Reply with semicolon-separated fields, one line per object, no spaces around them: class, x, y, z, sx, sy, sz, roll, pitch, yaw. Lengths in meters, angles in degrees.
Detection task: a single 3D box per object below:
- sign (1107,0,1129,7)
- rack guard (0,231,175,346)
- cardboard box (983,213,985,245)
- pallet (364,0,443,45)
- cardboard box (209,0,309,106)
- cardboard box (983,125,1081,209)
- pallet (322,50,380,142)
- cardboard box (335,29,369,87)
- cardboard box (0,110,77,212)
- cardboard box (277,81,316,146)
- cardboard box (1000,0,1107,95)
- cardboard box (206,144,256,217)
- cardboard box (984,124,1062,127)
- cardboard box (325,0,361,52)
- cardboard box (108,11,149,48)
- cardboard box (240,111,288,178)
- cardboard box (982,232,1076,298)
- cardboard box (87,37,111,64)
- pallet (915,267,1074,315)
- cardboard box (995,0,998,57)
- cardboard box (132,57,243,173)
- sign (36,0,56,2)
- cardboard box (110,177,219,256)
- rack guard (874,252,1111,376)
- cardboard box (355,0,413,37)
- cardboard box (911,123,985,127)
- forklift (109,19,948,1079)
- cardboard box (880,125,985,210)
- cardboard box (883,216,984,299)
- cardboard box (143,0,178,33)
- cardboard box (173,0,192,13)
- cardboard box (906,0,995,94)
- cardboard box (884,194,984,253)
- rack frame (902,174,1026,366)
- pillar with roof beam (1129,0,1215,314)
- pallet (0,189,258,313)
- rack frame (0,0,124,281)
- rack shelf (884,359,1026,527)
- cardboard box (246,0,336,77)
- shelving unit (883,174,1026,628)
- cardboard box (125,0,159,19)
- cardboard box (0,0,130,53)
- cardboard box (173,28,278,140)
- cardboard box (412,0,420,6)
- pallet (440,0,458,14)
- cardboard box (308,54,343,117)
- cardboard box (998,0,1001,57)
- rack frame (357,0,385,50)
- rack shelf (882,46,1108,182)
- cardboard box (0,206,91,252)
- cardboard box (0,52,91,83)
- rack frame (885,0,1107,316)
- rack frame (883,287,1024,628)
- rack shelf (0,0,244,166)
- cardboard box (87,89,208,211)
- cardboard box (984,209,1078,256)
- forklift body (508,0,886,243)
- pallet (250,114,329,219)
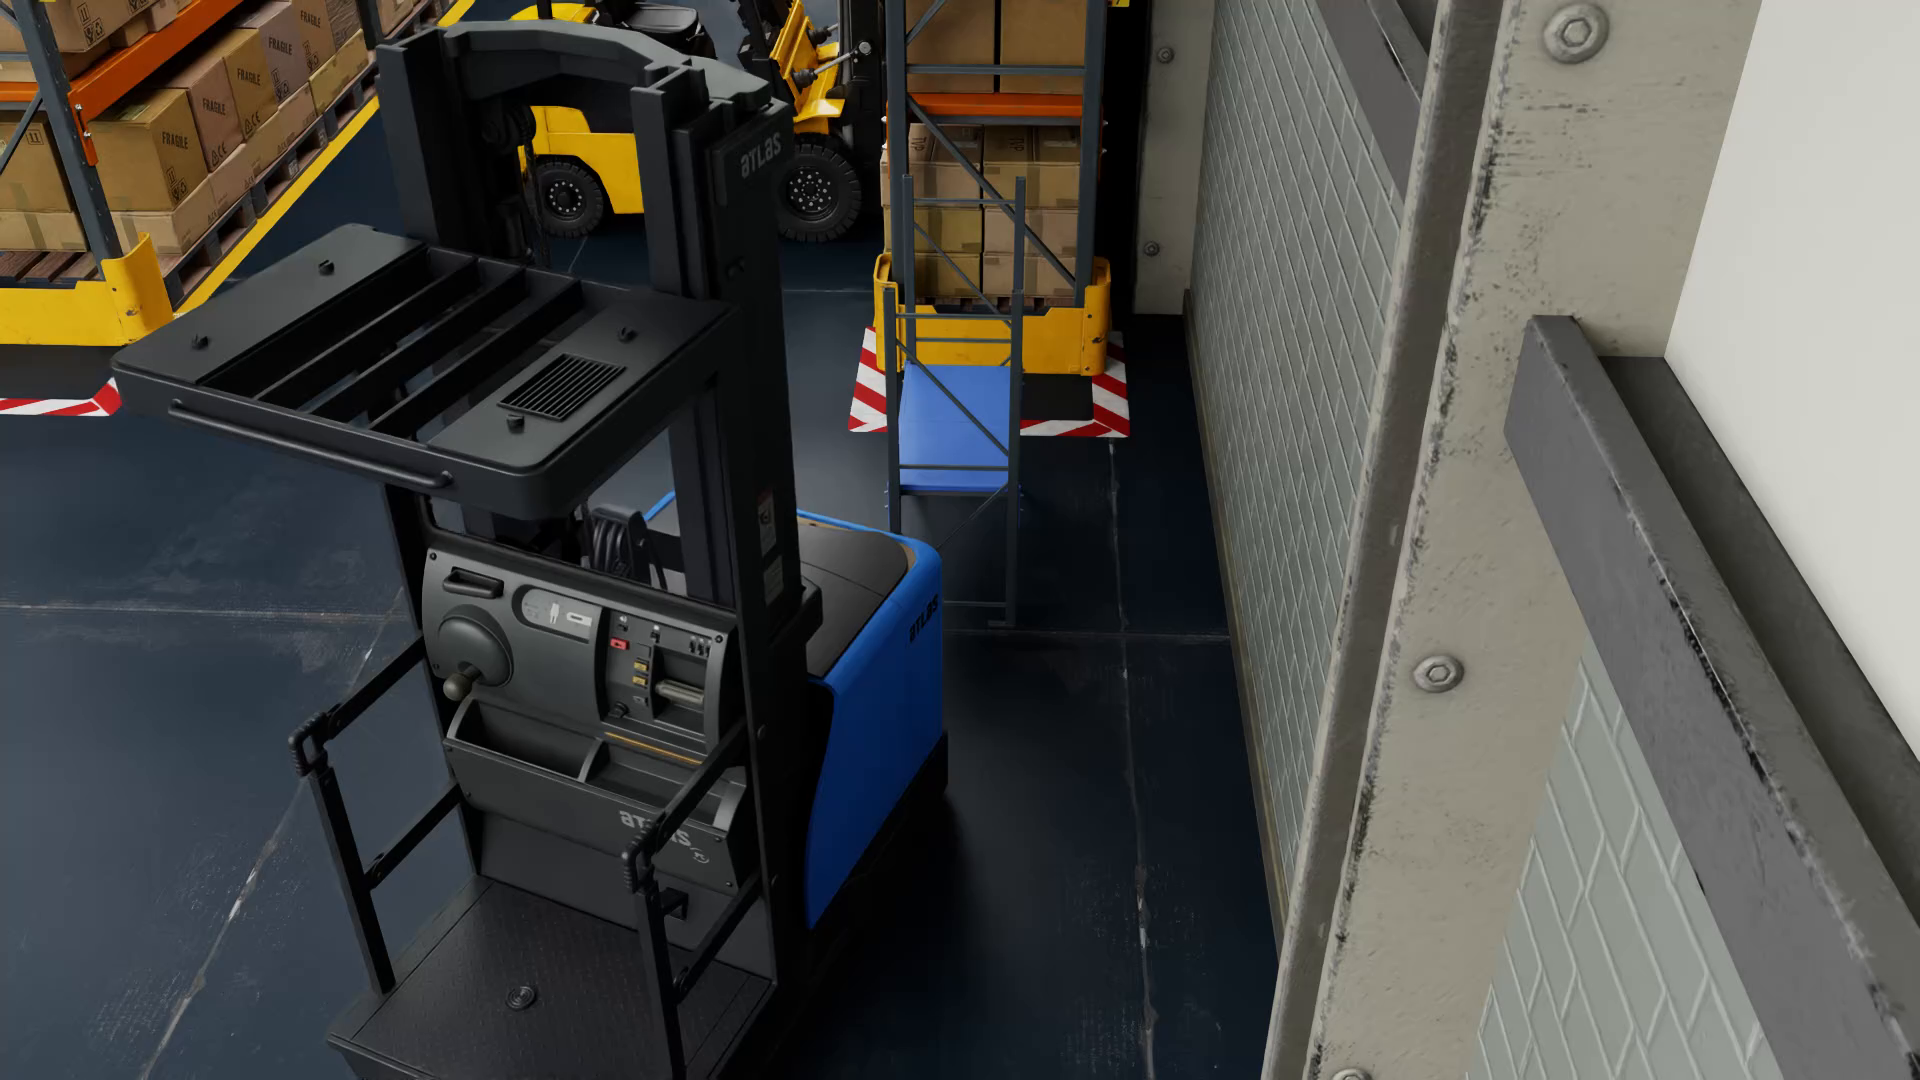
sign;0.717;-2.555;7.455;0.100;0.325;0.005;1;35;2
rack guard;-4.794;-1.318;8.691;1.175;0.500;0.348;1;35;2
cardboard box;-0.105;-1.794;9.220;0.500;0.250;0.500;1;35;2
pallet;-4.607;-3.902;12.618;1.003;0.211;1.213;1;35;2
cardboard box;-4.430;-3.017;10.309;0.500;0.500;0.500;3;35;4
cardboard box;0.371;-1.912;8.519;0.500;0.250;0.500;1;35;1
pallet;-4.628;-3.068;11.431;1.003;0.211;1.213;1;35;2
cardboard box;-4.392;-3.296;11.358;0.500;0.250;0.500;3;35;4
cardboard box;-5.025;-2.117;9.028;0.500;0.500;0.500;2;35;2
cardboard box;-4.428;-2.698;10.506;0.500;0.250;0.500;2;35;3
cardboard box;0.460;-2.504;8.117;0.500;0.500;0.500;2;35;3
cardboard box;-4.460;-2.094;9.647;0.500;0.250;0.500;3;35;4
cardboard box;0.388;-2.199;8.927;0.500;0.250;0.500;1;35;2
cardboard box;-4.392;-3.603;11.142;0.500;0.500;0.500;1;35;1
cardboard box;-4.489;-2.681;8.674;0.380;0.149;0.250;0;35;0
cardboard box;-4.451;-2.408;10.094;0.500;0.250;0.500;4;35;5
cardboard box;0.378;-1.509;8.815;0.500;0.250;0.500;1;35;2
cardboard box;-4.581;-2.530;8.460;0.380;0.149;0.250;2;35;3
pallet;0.152;-1.484;9.178;1.003;0.211;1.213;1;35;2
cardboard box;-0.050;-2.812;8.556;0.500;0.500;0.500;2;35;3
cardboard box;-4.471;-2.422;9.461;0.500;0.500;0.500;0;35;0
sign;-4.255;-2.639;7.643;0.100;0.325;0.005;1;35;2
cardboard box;-4.488;-1.801;9.230;0.500;0.250;0.500;1;35;1
rack guard;0.162;-1.148;8.449;1.175;0.500;0.348;1;35;2
cardboard box;-4.618;-3.993;12.244;0.950;0.372;0.625;2;35;2
cardboard box;-0.116;-2.206;8.936;0.500;0.250;0.500;2;35;3
forklift;-1.100;0.357;4.192;1.130;2.935;3.031;14;38;19
cardboard box;-0.130;-1.912;8.519;0.500;0.250;0.500;2;35;3
cardboard box;-0.134;-1.509;8.814;0.500;0.250;0.500;2;35;2
cardboard box;-4.433;-2.825;8.880;0.380;0.149;0.250;2;35;3
cardboard box;-4.456;-2.975;9.093;0.380;0.149;0.250;2;35;3
cardboard box;-0.080;-2.514;8.132;0.500;0.500;0.500;1;35;1
cardboard box;-0.130;-1.723;8.684;0.500;0.250;0.500;1;35;1
rack frame;0.017;-0.857;7.165;0.500;1.500;0.032;1;35;2
pillar with roof beam;-3.210;-5.118;6.706;9.100;9.000;0.400;1;35;2
pallet;-4.726;-1.666;9.437;1.003;0.211;1.213;1;35;2
rack frame;-4.797;-2.297;7.910;1.000;3.000;0.127;1;35;2
rack shelf;-0.003;-0.417;6.852;0.538;0.185;1.000;1;35;2
cardboard box;-4.411;-3.311;10.726;0.500;0.500;0.500;2;35;3
shelving unit;-0.003;-0.565;6.749;0.538;1.500;1.048;1;35;2
cardboard box;-4.483;-3.023;8.597;0.500;0.500;0.500;2;35;3
cardboard box;-4.501;-2.725;8.174;0.500;0.500;0.500;1;35;1
cardboard box;-4.443;-2.710;9.871;0.500;0.500;0.500;2;35;3
cardboard box;-4.592;-4.407;12.831;0.950;0.372;0.625;3;35;5
pallet;-4.560;-4.605;13.618;1.003;0.211;1.213;1;35;2
cardboard box;-4.403;-2.990;10.922;0.500;0.250;0.500;0;35;1
cardboard box;0.459;-2.804;8.544;0.500;0.500;0.500;2;35;3
rack frame;-4.636;-4.595;11.180;1.000;3.000;0.127;1;35;2
rack shelf;0.243;-3.039;9.592;1.077;0.370;4.000;1;35;2
cardboard box;-5.032;-1.828;9.269;0.500;0.250;0.500;1;35;2
cardboard box;-4.577;-2.385;8.253;0.380;0.149;0.250;1;35;2
rack frame;0.163;-2.185;7.750;1.000;3.000;0.127;1;35;2
rack frame;-0.024;-0.273;6.333;0.500;1.500;0.032;1;35;2
rack shelf;-4.717;-3.152;9.752;1.077;0.370;4.000;1;35;2
cardboard box;-4.488;-2.122;9.034;0.500;0.500;0.500;0;35;0
cardboard box;0.389;-1.701;8.653;0.500;0.250;0.500;2;35;3
forklift body;-1.584;-2.969;9.604;2.313;2.155;1.214;1;35;2
pallet;-4.674;-2.365;10.431;1.003;0.211;1.213;1;35;2
